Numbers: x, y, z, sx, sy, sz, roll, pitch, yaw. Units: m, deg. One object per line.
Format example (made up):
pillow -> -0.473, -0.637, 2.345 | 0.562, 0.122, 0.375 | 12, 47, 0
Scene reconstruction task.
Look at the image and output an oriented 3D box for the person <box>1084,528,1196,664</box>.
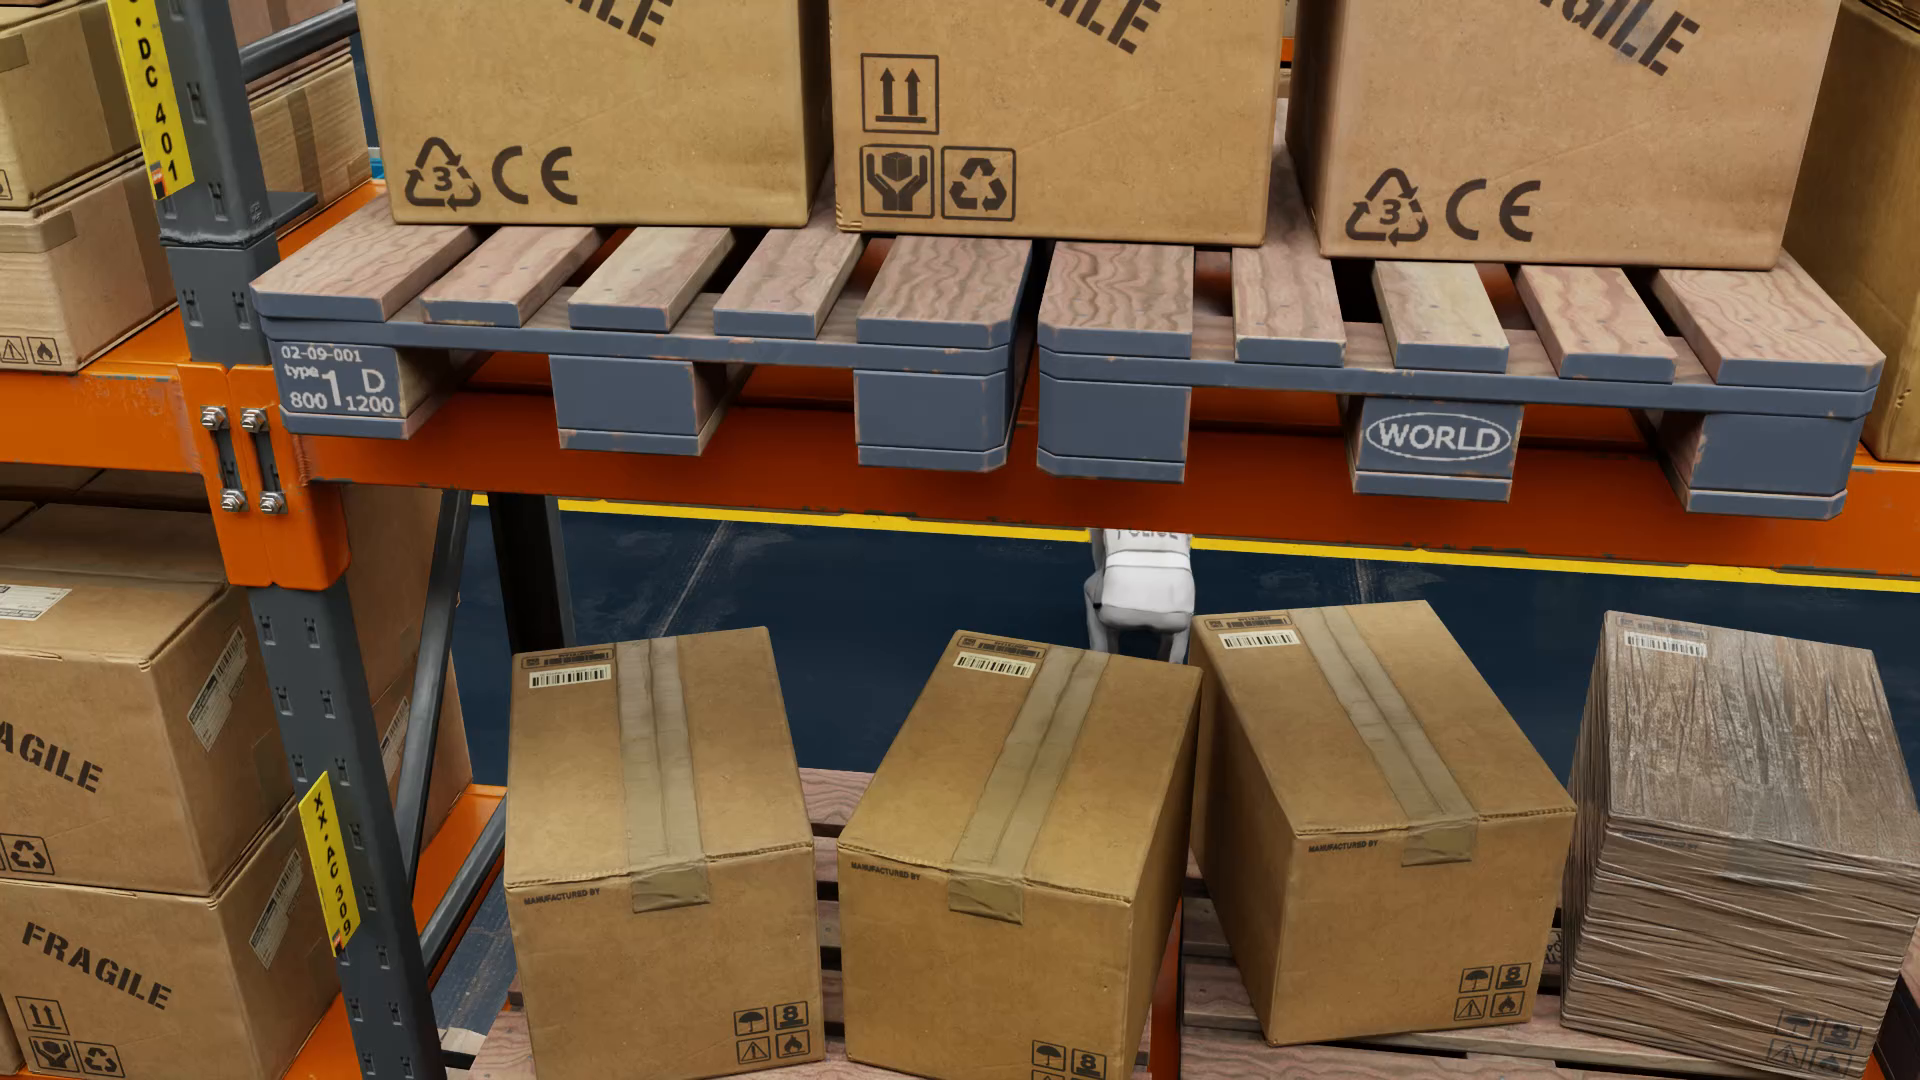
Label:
person -> 0.723, 0.115, 6.641 | 0.458, 0.979, 0.859 | 3, 29, 5
